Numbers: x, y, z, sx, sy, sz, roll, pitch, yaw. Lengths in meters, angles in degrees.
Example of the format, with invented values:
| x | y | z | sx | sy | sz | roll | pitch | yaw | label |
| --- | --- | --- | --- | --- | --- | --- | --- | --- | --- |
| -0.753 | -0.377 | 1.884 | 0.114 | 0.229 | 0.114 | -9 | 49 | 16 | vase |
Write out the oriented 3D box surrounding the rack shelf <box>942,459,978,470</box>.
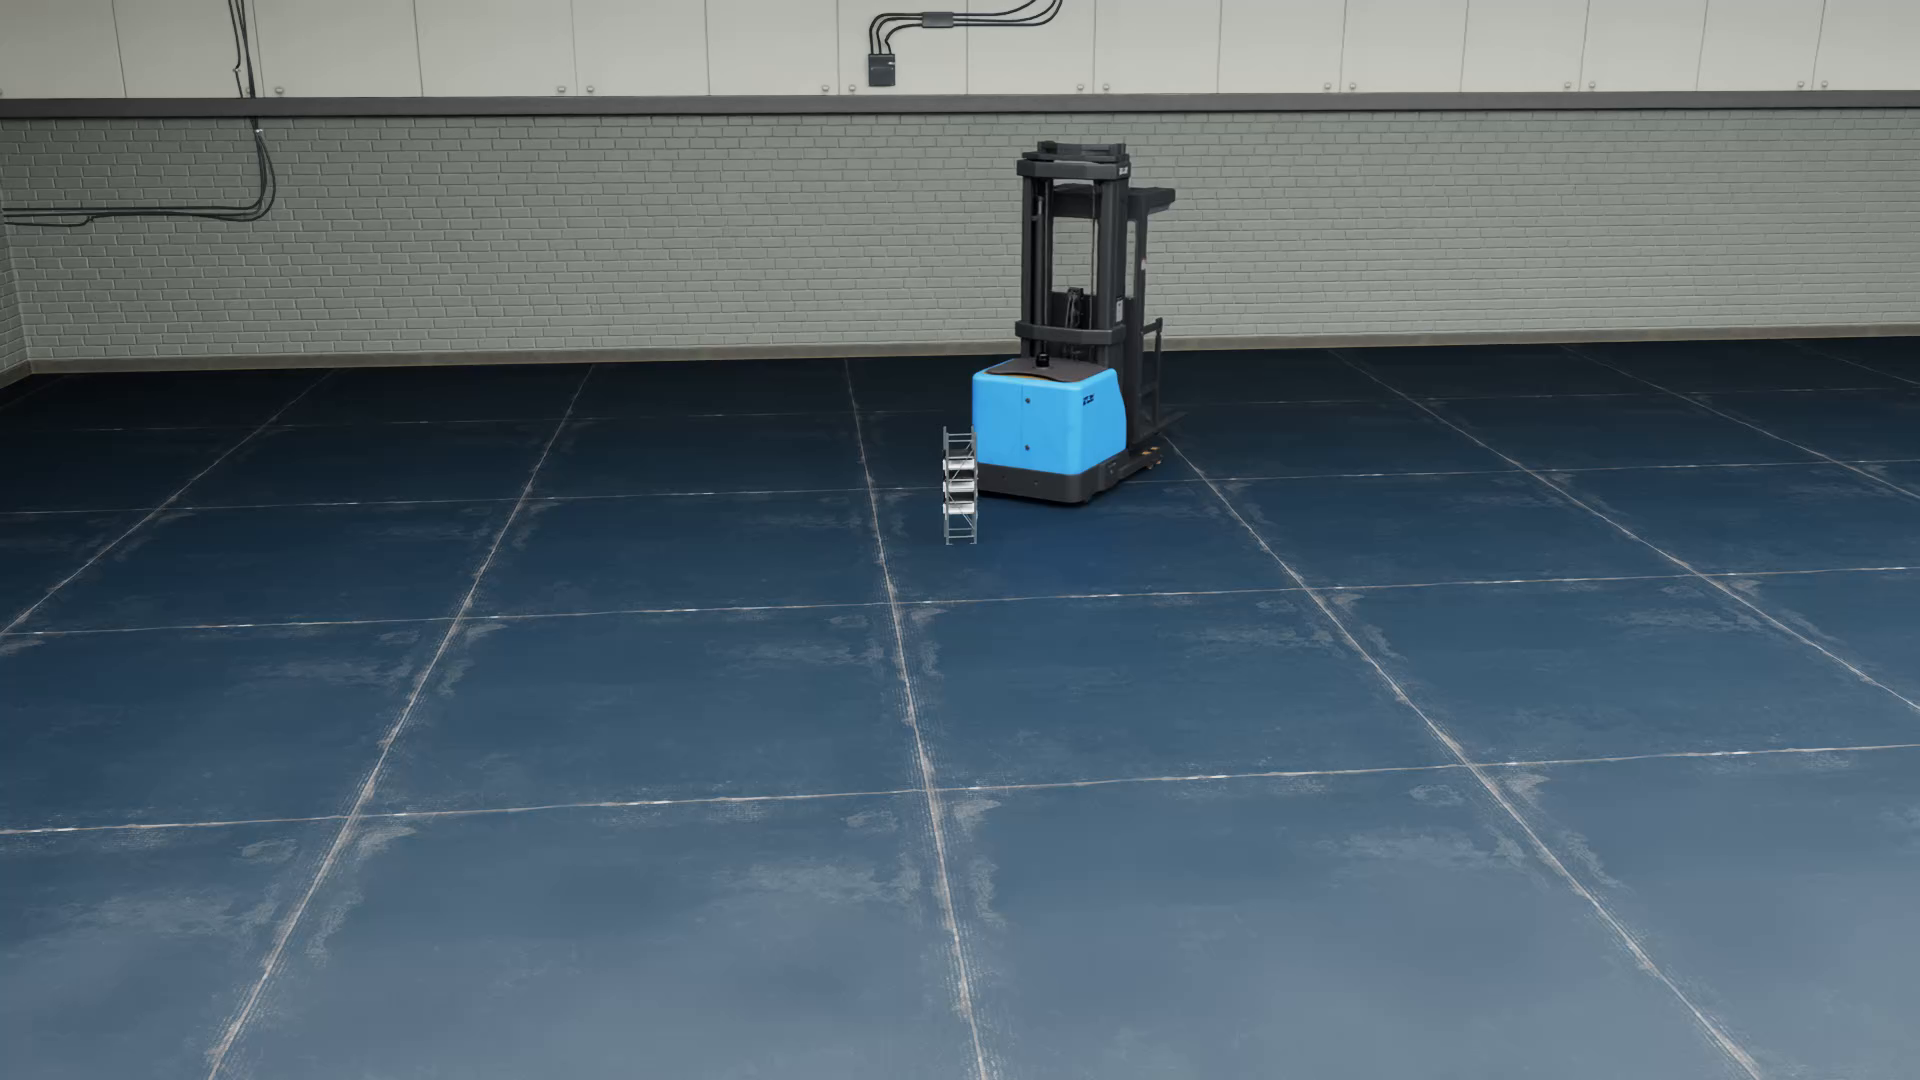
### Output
| x | y | z | sx | sy | sz | roll | pitch | yaw | label |
| --- | --- | --- | --- | --- | --- | --- | --- | --- | --- |
| 0.001 | -0.567 | 12.991 | 0.258 | 0.077 | 0.200 | -2 | 18 | -6 | rack shelf |

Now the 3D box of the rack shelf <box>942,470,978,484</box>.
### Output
| x | y | z | sx | sy | sz | roll | pitch | yaw | label |
| --- | --- | --- | --- | --- | --- | --- | --- | --- | --- |
| 0.001 | -0.481 | 13.018 | 0.258 | 0.077 | 0.200 | -2 | 18 | -6 | rack shelf |

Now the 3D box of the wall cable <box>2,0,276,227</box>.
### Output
| x | y | z | sx | sy | sz | roll | pitch | yaw | label |
| --- | --- | --- | --- | --- | --- | --- | --- | --- | --- |
| -9.353 | -4.783 | 18.574 | 3.097 | 2.526 | 0.112 | -2 | 18 | -6 | wall cable |

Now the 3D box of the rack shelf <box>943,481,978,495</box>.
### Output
| x | y | z | sx | sy | sz | roll | pitch | yaw | label |
| --- | --- | --- | --- | --- | --- | --- | --- | --- | --- |
| 0.001 | -0.395 | 13.045 | 0.258 | 0.077 | 0.200 | -2 | 18 | -6 | rack shelf |

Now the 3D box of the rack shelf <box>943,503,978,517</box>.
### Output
| x | y | z | sx | sy | sz | roll | pitch | yaw | label |
| --- | --- | --- | --- | --- | --- | --- | --- | --- | --- |
| 0.001 | -0.223 | 13.098 | 0.258 | 0.077 | 0.200 | -2 | 18 | -6 | rack shelf |

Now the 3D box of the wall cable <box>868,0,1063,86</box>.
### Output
| x | y | z | sx | sy | sz | roll | pitch | yaw | label |
| --- | --- | --- | --- | --- | --- | --- | --- | --- | --- |
| 0.091 | -8.176 | 18.519 | 2.305 | 6.003 | 0.169 | -2 | 18 | -6 | wall cable |

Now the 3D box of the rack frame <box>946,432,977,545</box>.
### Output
| x | y | z | sx | sy | sz | roll | pitch | yaw | label |
| --- | --- | --- | --- | --- | --- | --- | --- | --- | --- |
| 0.011 | -0.397 | 12.938 | 0.240 | 0.900 | 0.006 | -2 | 18 | -6 | rack frame |

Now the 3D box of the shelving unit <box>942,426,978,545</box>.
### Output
| x | y | z | sx | sy | sz | roll | pitch | yaw | label |
| --- | --- | --- | --- | --- | --- | --- | --- | --- | --- |
| 0.001 | -0.427 | 13.035 | 0.258 | 0.900 | 0.210 | -2 | 18 | -6 | shelving unit |

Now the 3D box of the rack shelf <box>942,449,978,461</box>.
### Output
| x | y | z | sx | sy | sz | roll | pitch | yaw | label |
| --- | --- | --- | --- | --- | --- | --- | --- | --- | --- |
| 0.001 | -0.653 | 12.964 | 0.258 | 0.077 | 0.200 | -2 | 18 | -6 | rack shelf |

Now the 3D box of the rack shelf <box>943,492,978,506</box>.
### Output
| x | y | z | sx | sy | sz | roll | pitch | yaw | label |
| --- | --- | --- | --- | --- | --- | --- | --- | --- | --- |
| 0.001 | -0.309 | 13.072 | 0.258 | 0.077 | 0.200 | -2 | 18 | -6 | rack shelf |

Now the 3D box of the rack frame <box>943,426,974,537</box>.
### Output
| x | y | z | sx | sy | sz | roll | pitch | yaw | label |
| --- | --- | --- | --- | --- | --- | --- | --- | --- | --- |
| -0.010 | -0.457 | 13.131 | 0.240 | 0.900 | 0.006 | -2 | 18 | -6 | rack frame |

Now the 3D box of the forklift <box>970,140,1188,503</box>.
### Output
| x | y | z | sx | sy | sz | roll | pitch | yaw | label |
| --- | --- | --- | --- | --- | --- | --- | --- | --- | --- |
| 1.236 | -2.102 | 14.981 | 1.130 | 2.935 | 3.031 | 9 | 20 | 27 | forklift |
